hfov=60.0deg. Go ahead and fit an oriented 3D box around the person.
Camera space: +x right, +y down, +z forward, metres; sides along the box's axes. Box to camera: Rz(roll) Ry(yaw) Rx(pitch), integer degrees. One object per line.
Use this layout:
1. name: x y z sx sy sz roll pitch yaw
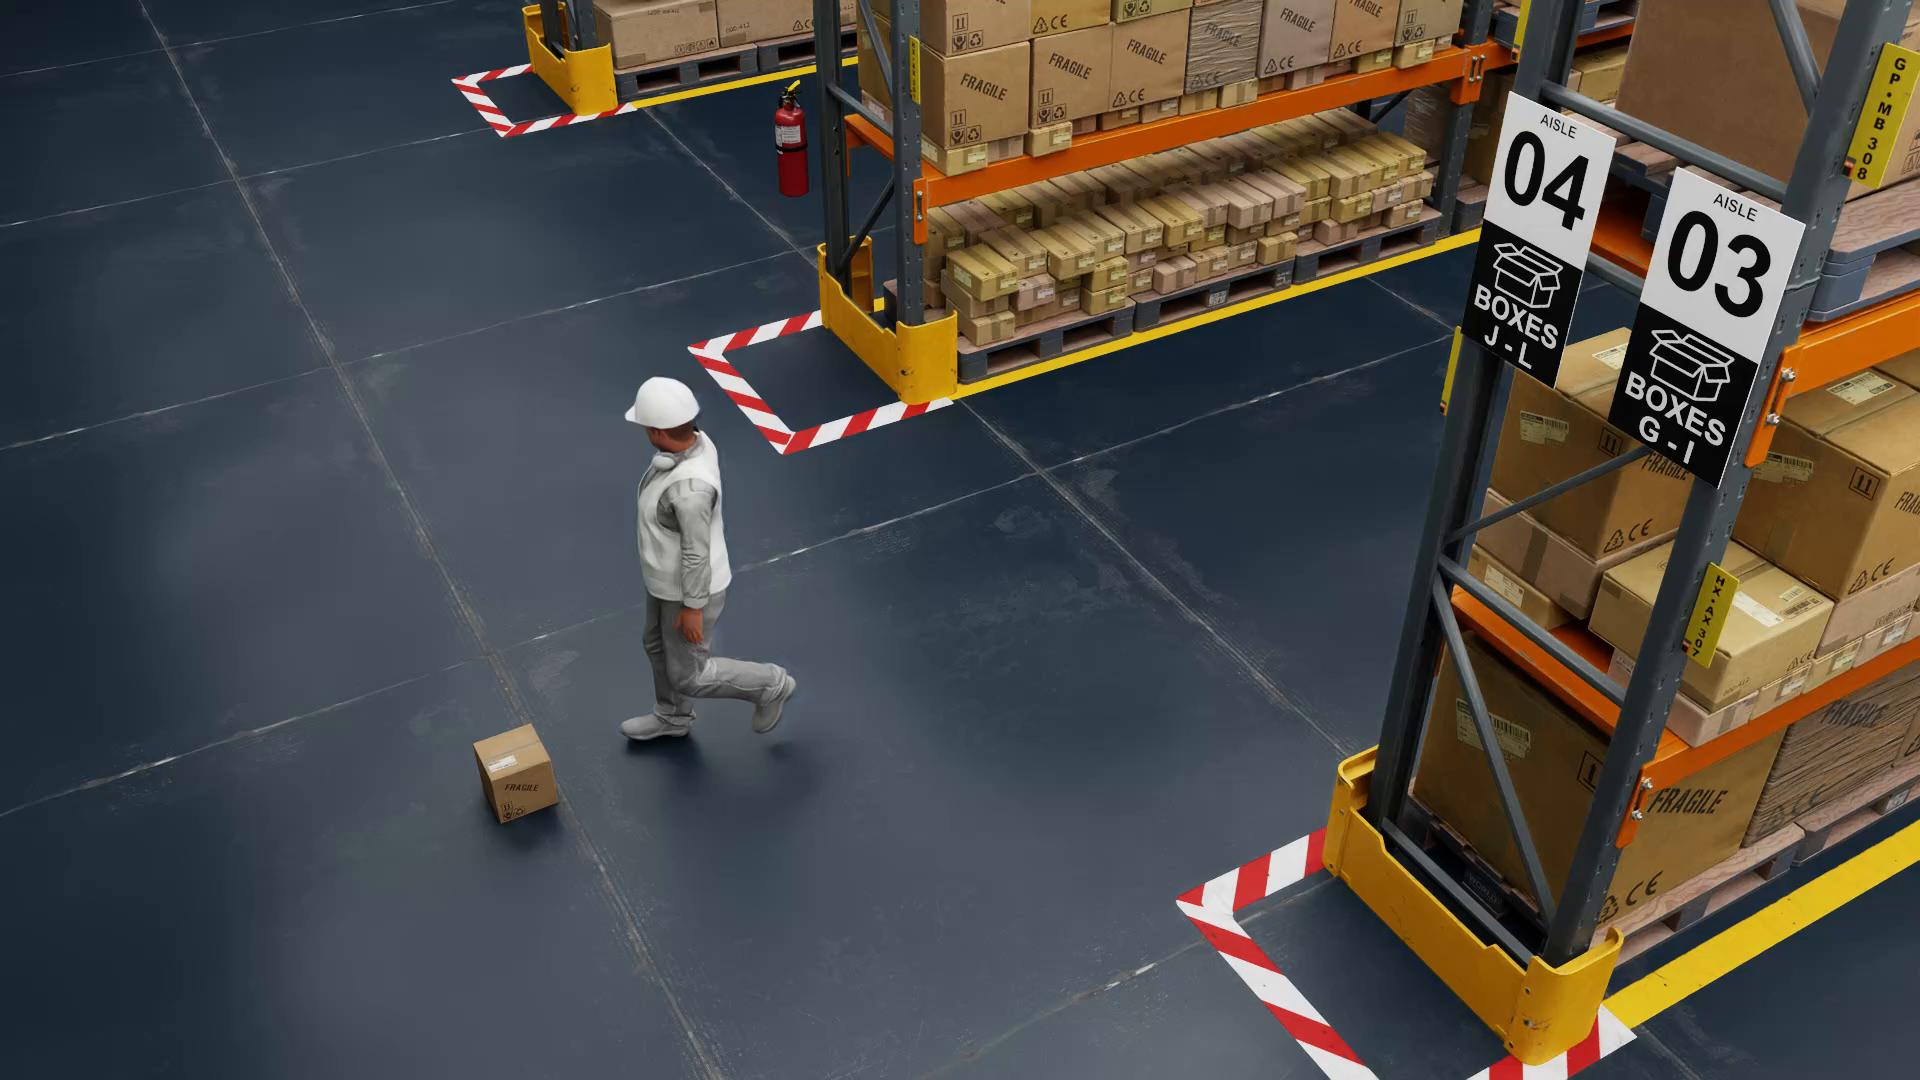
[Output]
1. person: -1.089 0.133 6.718 0.761 1.759 0.568 -9 37 -12
